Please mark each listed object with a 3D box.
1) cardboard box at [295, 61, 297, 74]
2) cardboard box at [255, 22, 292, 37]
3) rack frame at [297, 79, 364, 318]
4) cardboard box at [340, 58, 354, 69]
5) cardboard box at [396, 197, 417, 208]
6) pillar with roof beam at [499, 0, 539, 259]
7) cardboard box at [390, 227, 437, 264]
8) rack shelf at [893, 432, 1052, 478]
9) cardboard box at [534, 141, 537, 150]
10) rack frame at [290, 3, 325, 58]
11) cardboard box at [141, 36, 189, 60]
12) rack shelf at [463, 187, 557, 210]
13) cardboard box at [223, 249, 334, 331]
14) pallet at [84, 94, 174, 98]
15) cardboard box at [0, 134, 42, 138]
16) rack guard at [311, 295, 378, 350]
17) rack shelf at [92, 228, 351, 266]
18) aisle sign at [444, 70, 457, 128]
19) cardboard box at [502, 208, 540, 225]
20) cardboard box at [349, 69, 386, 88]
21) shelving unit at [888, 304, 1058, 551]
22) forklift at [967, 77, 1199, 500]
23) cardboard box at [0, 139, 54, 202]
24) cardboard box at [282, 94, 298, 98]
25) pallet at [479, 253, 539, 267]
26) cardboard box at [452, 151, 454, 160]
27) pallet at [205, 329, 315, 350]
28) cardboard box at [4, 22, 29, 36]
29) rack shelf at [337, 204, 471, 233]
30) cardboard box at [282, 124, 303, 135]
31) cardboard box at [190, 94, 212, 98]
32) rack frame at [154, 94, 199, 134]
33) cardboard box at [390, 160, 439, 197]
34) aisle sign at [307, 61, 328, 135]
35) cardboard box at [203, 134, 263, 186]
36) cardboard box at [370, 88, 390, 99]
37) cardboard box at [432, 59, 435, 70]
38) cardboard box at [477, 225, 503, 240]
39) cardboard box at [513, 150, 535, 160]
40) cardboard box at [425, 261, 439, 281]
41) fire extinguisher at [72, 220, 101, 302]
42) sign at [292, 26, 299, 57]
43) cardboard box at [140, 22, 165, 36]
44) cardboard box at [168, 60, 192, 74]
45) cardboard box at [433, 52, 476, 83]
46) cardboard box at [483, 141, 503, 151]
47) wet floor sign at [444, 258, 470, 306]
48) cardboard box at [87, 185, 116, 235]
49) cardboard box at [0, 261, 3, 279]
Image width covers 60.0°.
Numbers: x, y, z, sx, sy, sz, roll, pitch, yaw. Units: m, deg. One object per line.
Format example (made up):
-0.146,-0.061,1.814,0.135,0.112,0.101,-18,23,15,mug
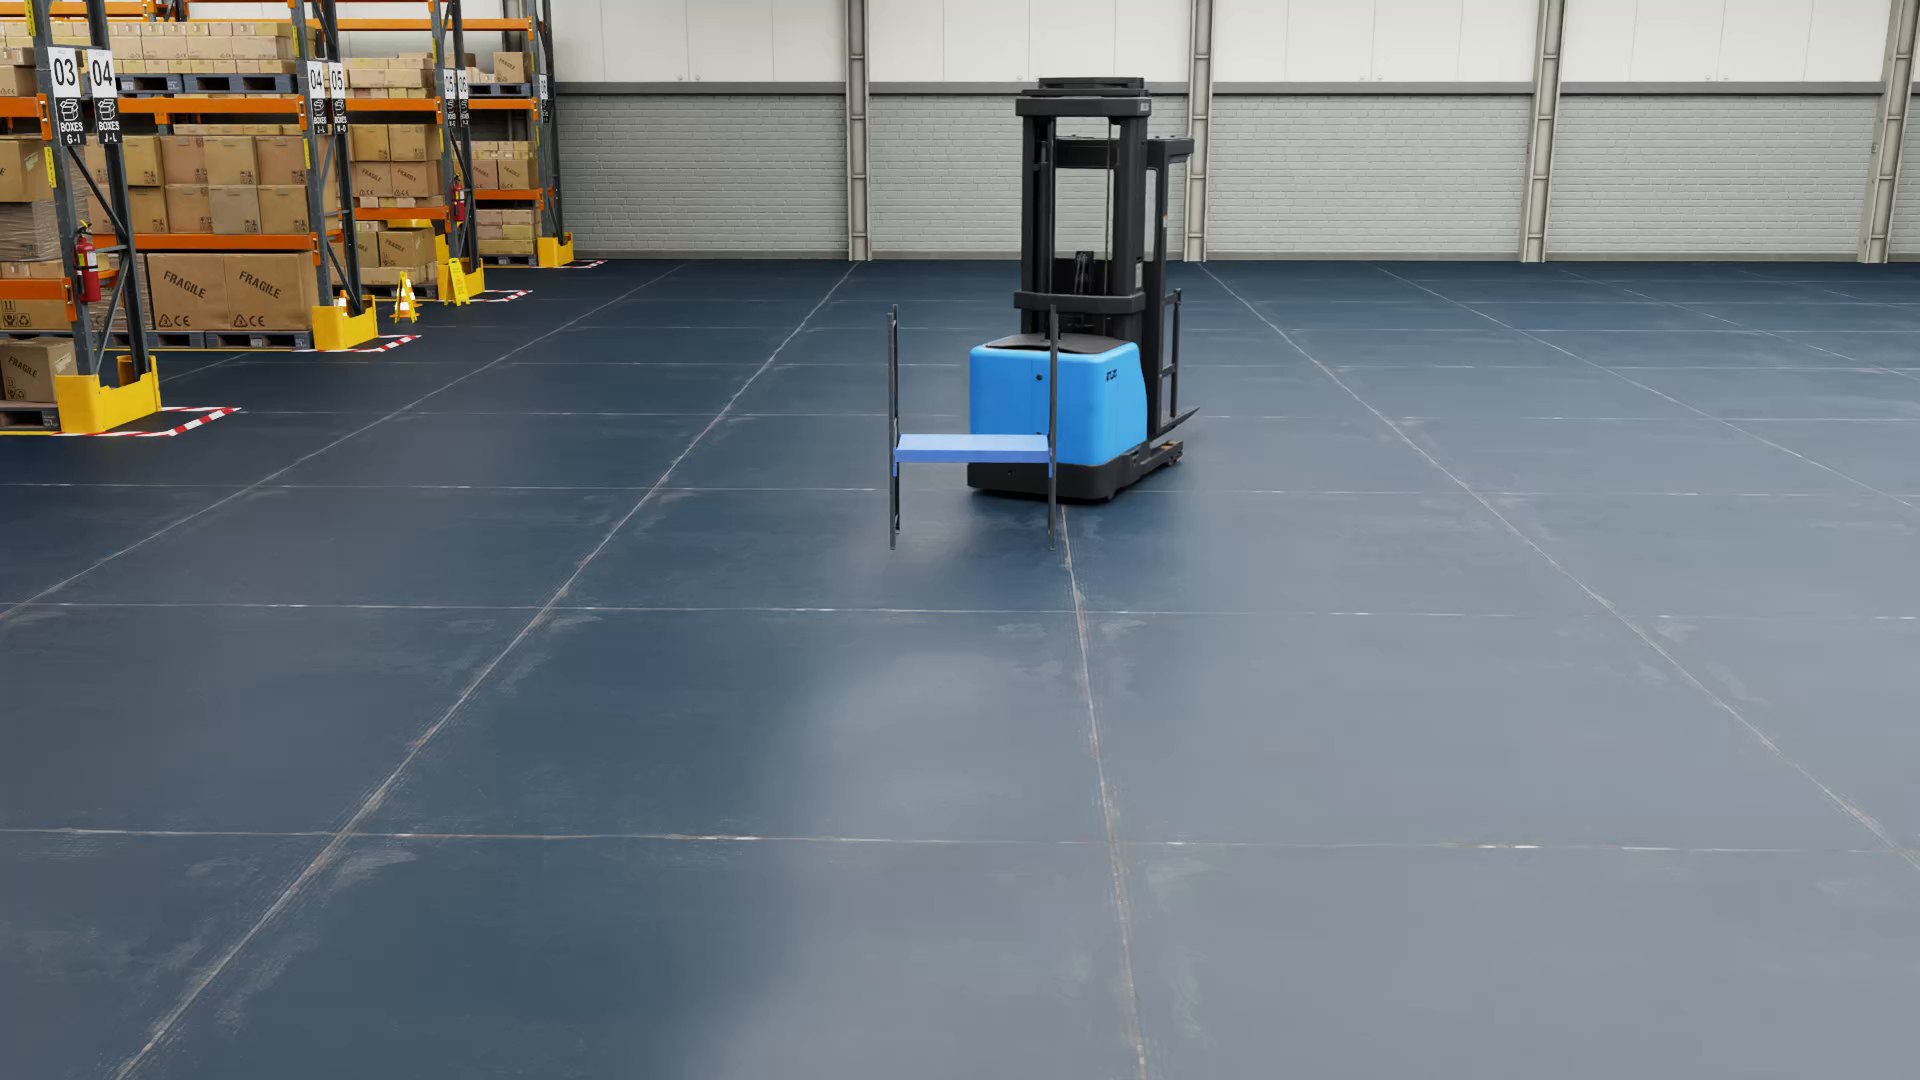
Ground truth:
-7.605,-5.444,19.186,0.250,0.149,0.380,0,15,2,cardboard box
-7.615,-5.661,18.446,0.250,0.149,0.380,1,15,2,cardboard box
-7.270,-3.779,19.285,0.127,3.000,1.000,0,15,1,rack frame
-8.599,-6.710,23.444,0.250,0.149,0.380,0,15,1,cardboard box
-7.880,-4.842,23.805,0.250,0.149,0.380,0,15,1,cardboard box
-7.905,-8.345,24.832,0.400,9.000,9.100,0,15,1,pillar with roof beam
-8.068,-4.354,24.561,0.500,0.500,0.500,0,15,0,cardboard box
0.085,-0.551,10.692,1.000,0.185,0.538,0,15,1,rack shelf
-7.452,-6.871,28.951,0.250,0.149,0.380,0,15,0,cardboard box
-11.120,-9.235,28.203,0.127,3.000,1.000,0,15,1,rack frame
-8.768,-5.491,18.585,0.500,0.250,0.500,0,15,1,cardboard box
-9.121,-5.973,29.011,4.000,0.370,1.077,0,15,1,rack shelf
-7.950,-2.943,19.455,0.875,0.875,0.875,0,15,2,cardboard box
-11.858,-6.459,23.930,1.003,0.211,1.213,0,15,1,pallet
-10.901,-4.389,19.184,0.550,0.550,0.875,0,15,1,cardboard box
-7.246,-2.570,19.603,0.348,0.500,1.175,0,15,1,rack guard
-9.269,-3.444,19.426,4.000,0.370,1.077,0,15,1,rack shelf
-7.190,-6.225,23.458,0.004,0.787,0.394,0,15,1,aisle sign
-7.590,-5.589,28.749,0.500,0.250,0.500,1,15,3,cardboard box
-8.266,-6.506,23.449,0.500,0.250,0.500,0,15,1,cardboard box
0.085,-0.725,10.647,1.048,1.500,0.538,0,15,1,shelving unit
1.122,-2.031,12.793,1.130,2.935,3.031,7,16,24,forklift
-8.054,-3.131,14.089,0.500,0.500,0.500,0,15,1,cardboard box
-9.394,-6.322,23.536,0.250,0.149,0.380,0,15,2,cardboard box
-7.887,-4.954,29.204,1.213,0.211,1.003,0,15,1,pallet
-8.758,-6.603,28.520,0.250,0.149,0.380,0,15,2,cardboard box
-8.071,-2.416,19.584,1.213,0.211,1.003,0,15,1,pallet
-10.405,-5.679,18.516,0.250,0.149,0.380,0,15,1,cardboard box
-9.244,-4.707,24.213,4.000,0.370,1.077,0,15,1,rack shelf
-9.274,-5.687,23.775,0.500,0.500,0.700,0,15,1,cardboard box
-10.678,-6.316,23.512,0.250,0.149,0.380,0,15,1,cardboard box
-11.243,-5.068,24.171,0.127,3.000,1.000,0,15,1,rack frame
-7.794,-5.168,23.768,0.500,0.500,0.500,0,15,0,cardboard box
-7.207,-4.959,18.661,0.004,0.787,0.394,0,15,1,aisle sign
-8.192,-4.366,19.099,0.550,0.550,0.875,0,15,1,cardboard box
-8.123,-6.306,23.474,0.250,0.149,0.380,1,15,3,cardboard box
-7.595,-6.811,23.825,0.250,0.149,0.380,0,15,1,cardboard box
-8.117,-5.353,28.836,0.500,0.250,0.500,0,15,1,cardboard box
-7.475,-6.601,28.512,0.250,0.149,0.380,1,15,2,cardboard box
-8.044,-3.992,24.656,0.500,0.250,0.500,0,15,1,cardboard box
-7.395,-2.359,14.054,0.183,0.674,0.296,0,15,1,fire extinguisher
-7.298,-5.481,18.275,0.005,0.325,0.100,0,15,1,sign
-8.886,-5.669,18.478,0.250,0.149,0.380,0,15,1,cardboard box
-8.629,-5.282,18.573,0.250,0.149,0.380,0,15,1,cardboard box
-8.592,-8.031,28.305,0.500,0.500,0.700,0,15,2,cardboard box
-7.995,-6.751,28.498,0.250,0.149,0.380,1,15,3,cardboard box
-7.082,-3.630,23.333,0.232,0.644,0.267,6,16,21,wet floor sign
-9.812,-3.847,19.248,0.550,0.550,0.875,0,15,1,cardboard box
-8.289,-2.333,14.296,0.250,0.149,0.380,0,15,1,cardboard box
